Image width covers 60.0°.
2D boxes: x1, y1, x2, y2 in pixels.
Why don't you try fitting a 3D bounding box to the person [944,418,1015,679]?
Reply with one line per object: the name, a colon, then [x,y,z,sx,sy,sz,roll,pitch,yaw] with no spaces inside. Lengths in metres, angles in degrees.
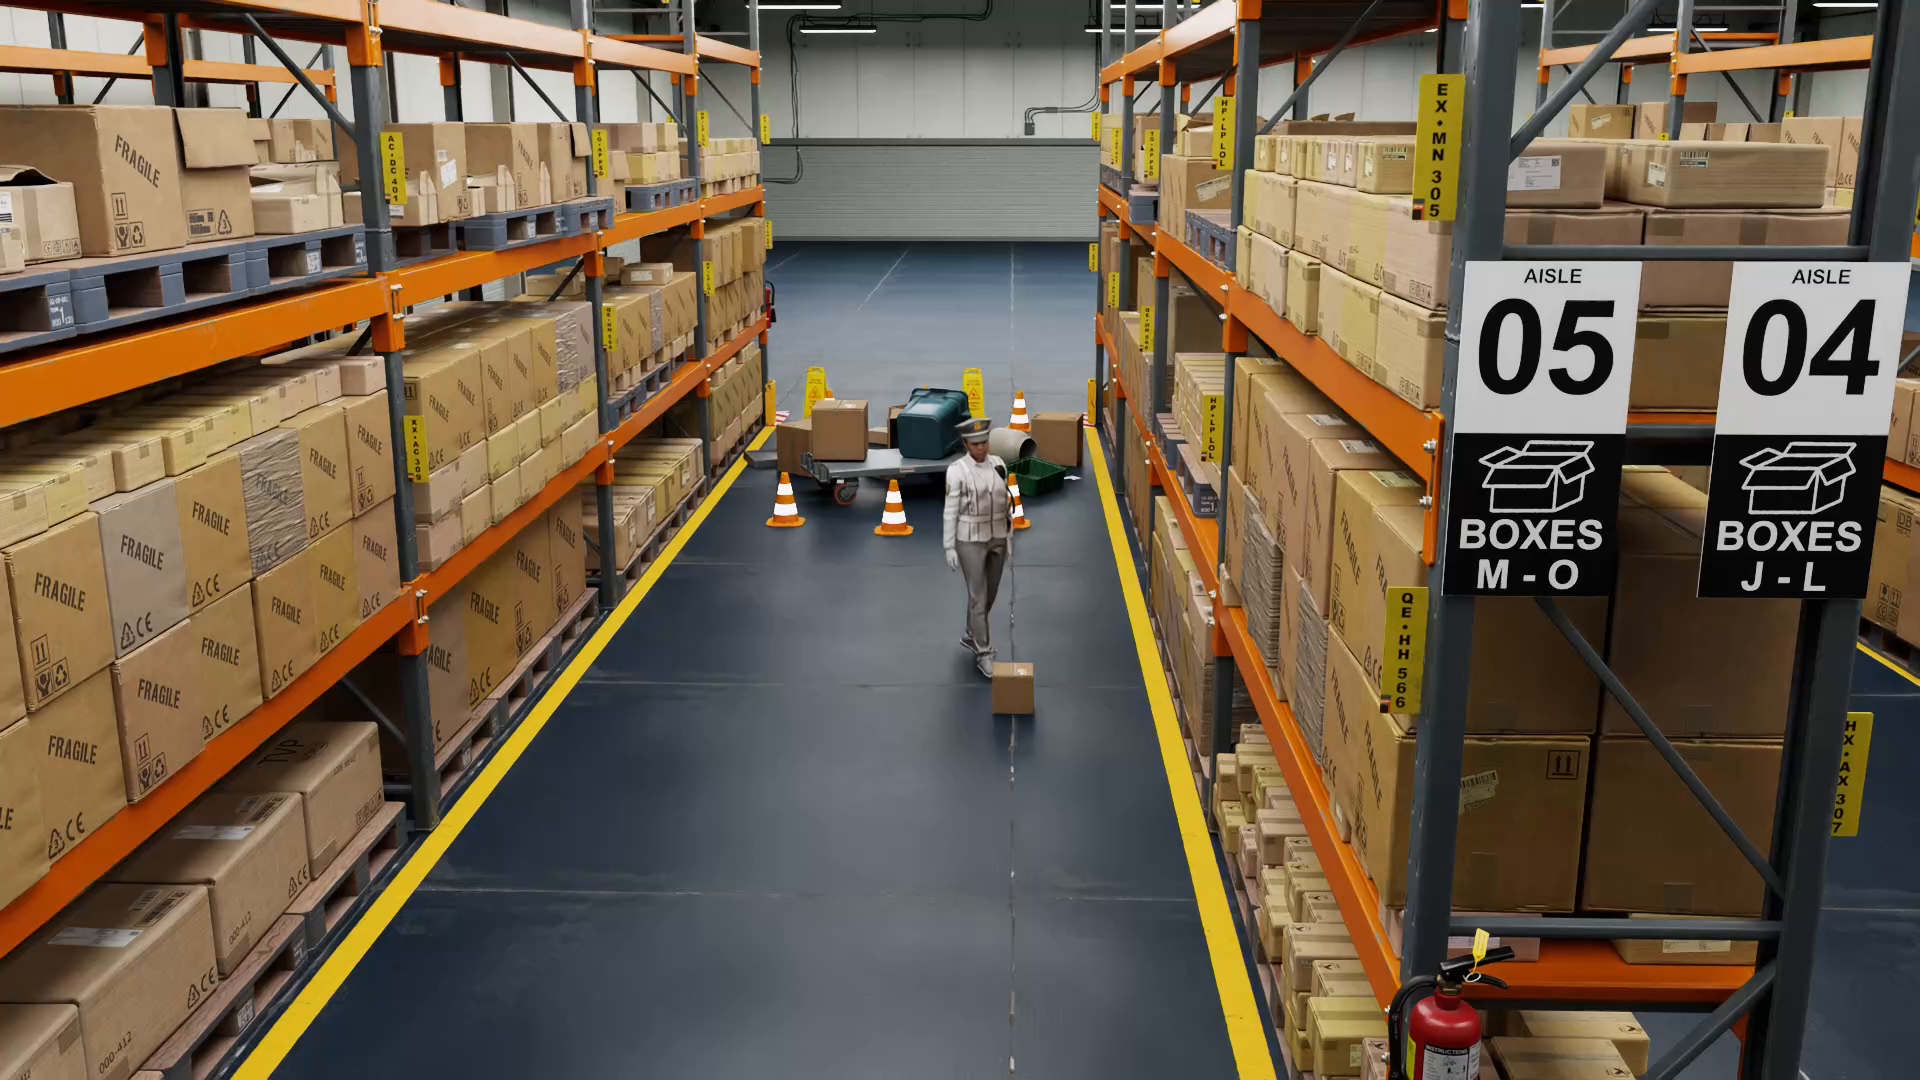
person: [0.142,0.024,10.862,0.516,1.668,0.659,-9,17,-31]
